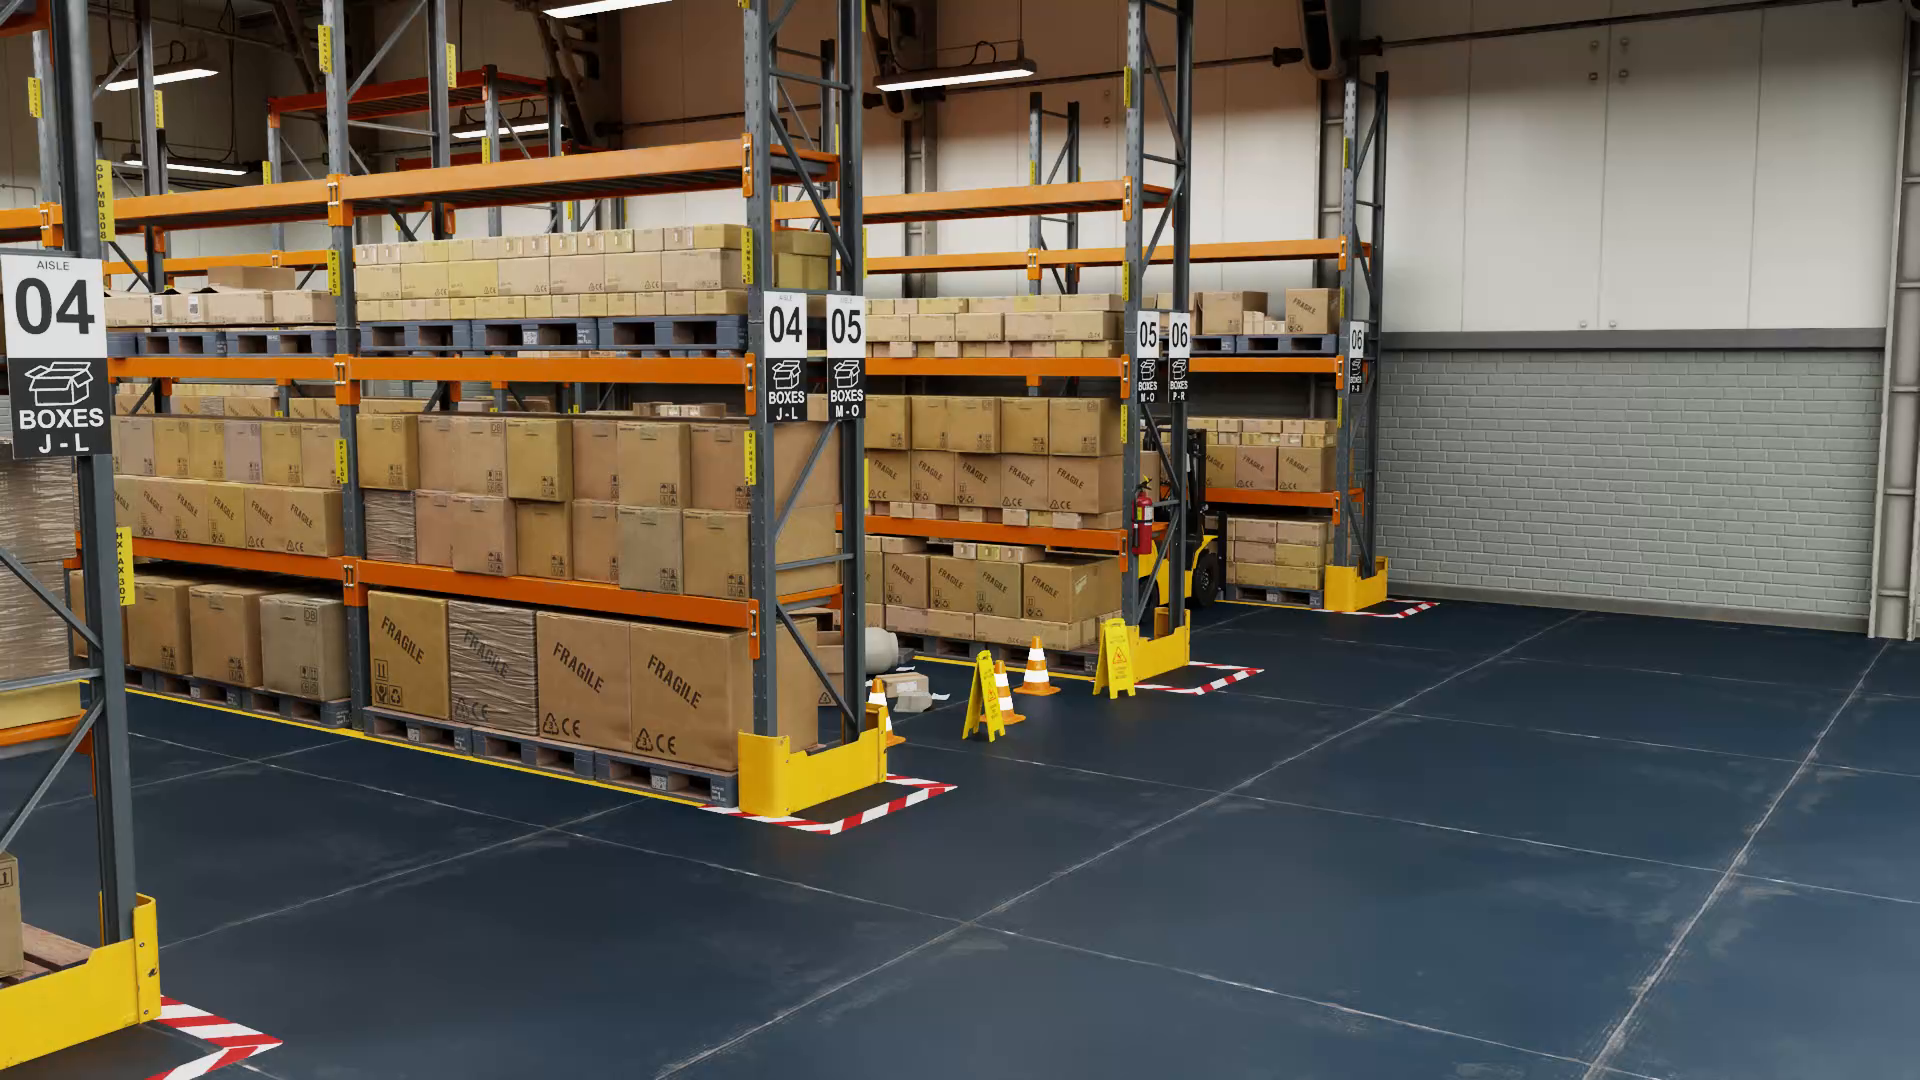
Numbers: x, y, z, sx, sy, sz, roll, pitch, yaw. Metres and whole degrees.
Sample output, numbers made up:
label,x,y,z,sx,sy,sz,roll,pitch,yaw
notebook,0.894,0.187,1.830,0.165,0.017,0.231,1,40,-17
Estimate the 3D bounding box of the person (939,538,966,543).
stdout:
label,x,y,z,sx,sy,sz,roll,pitch,yaw
person,-0.022,-0.042,18.194,0.500,1.721,0.555,0,6,4
